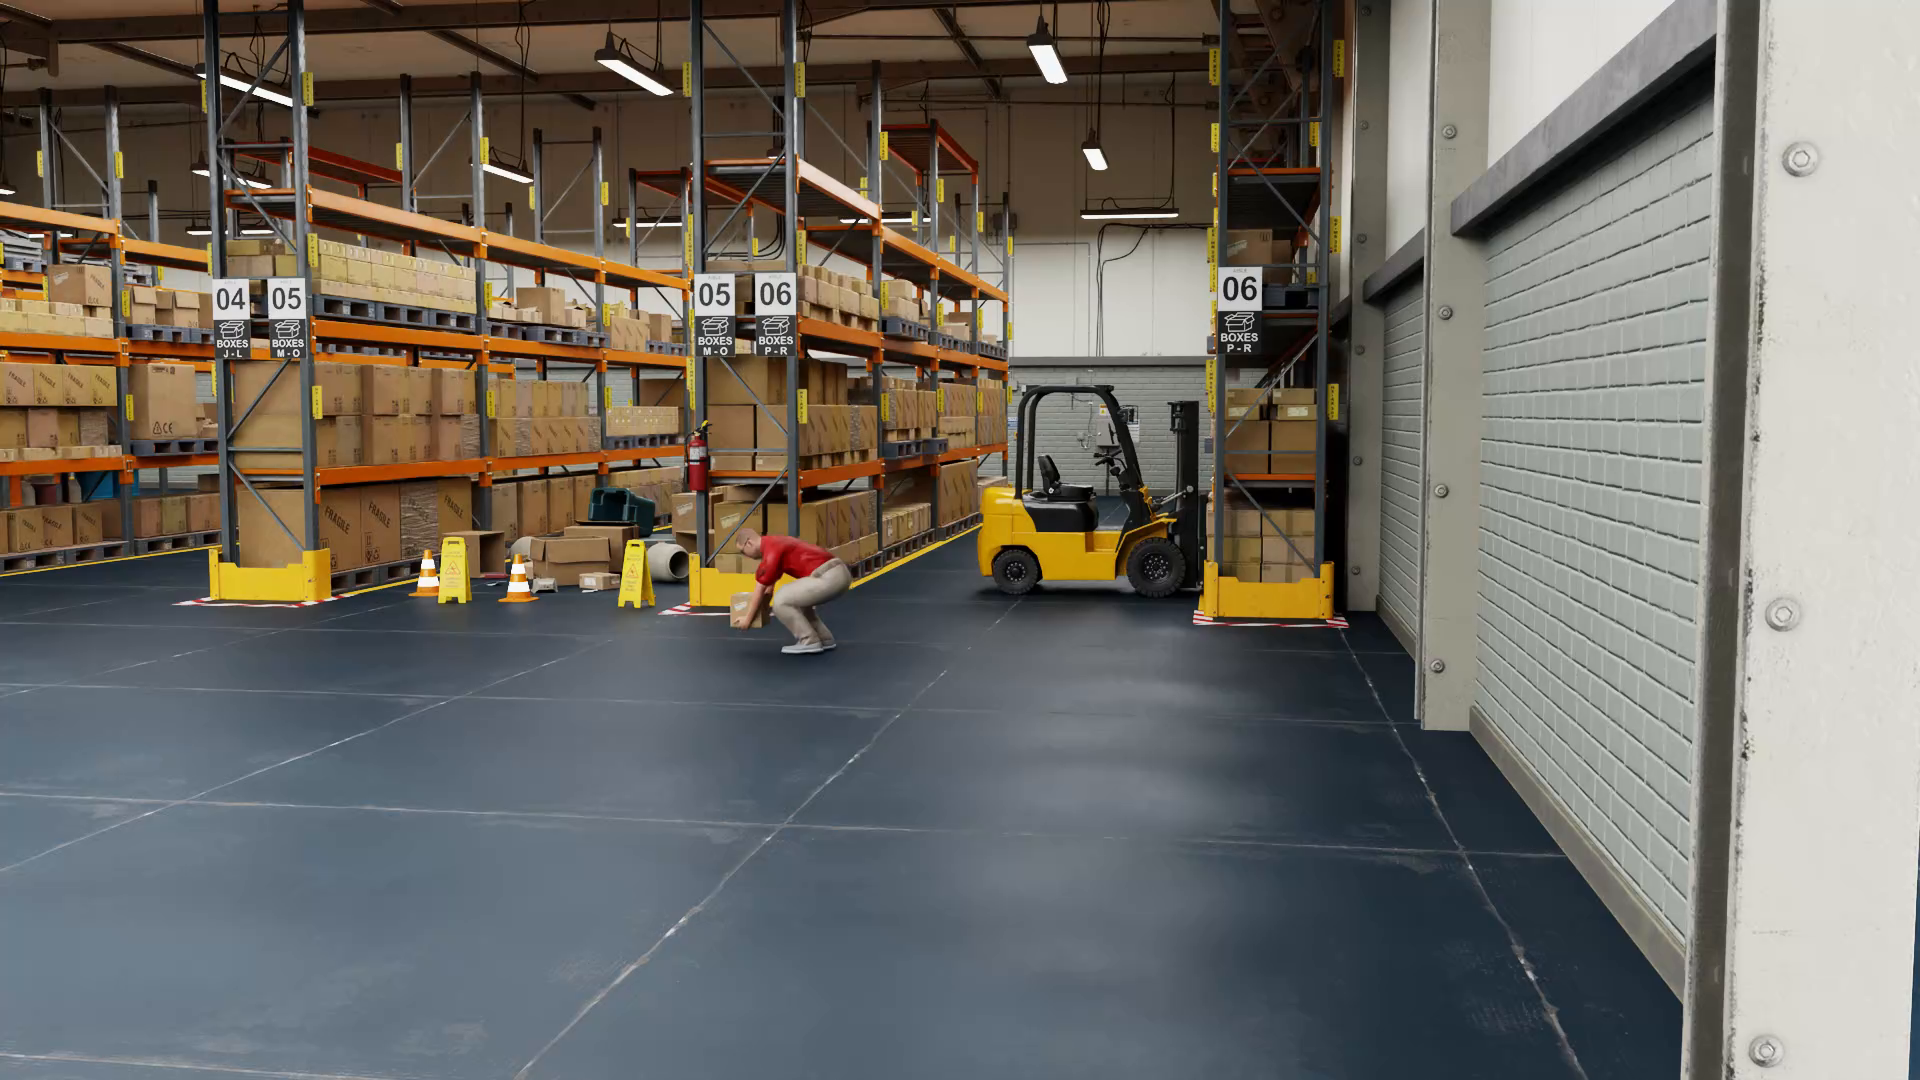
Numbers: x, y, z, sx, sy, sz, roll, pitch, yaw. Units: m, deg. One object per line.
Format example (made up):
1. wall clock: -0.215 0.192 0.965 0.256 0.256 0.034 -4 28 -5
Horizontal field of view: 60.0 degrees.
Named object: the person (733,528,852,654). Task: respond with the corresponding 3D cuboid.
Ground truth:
1. person: -1.312 0.395 13.059 0.907 0.976 0.523 1 4 7
